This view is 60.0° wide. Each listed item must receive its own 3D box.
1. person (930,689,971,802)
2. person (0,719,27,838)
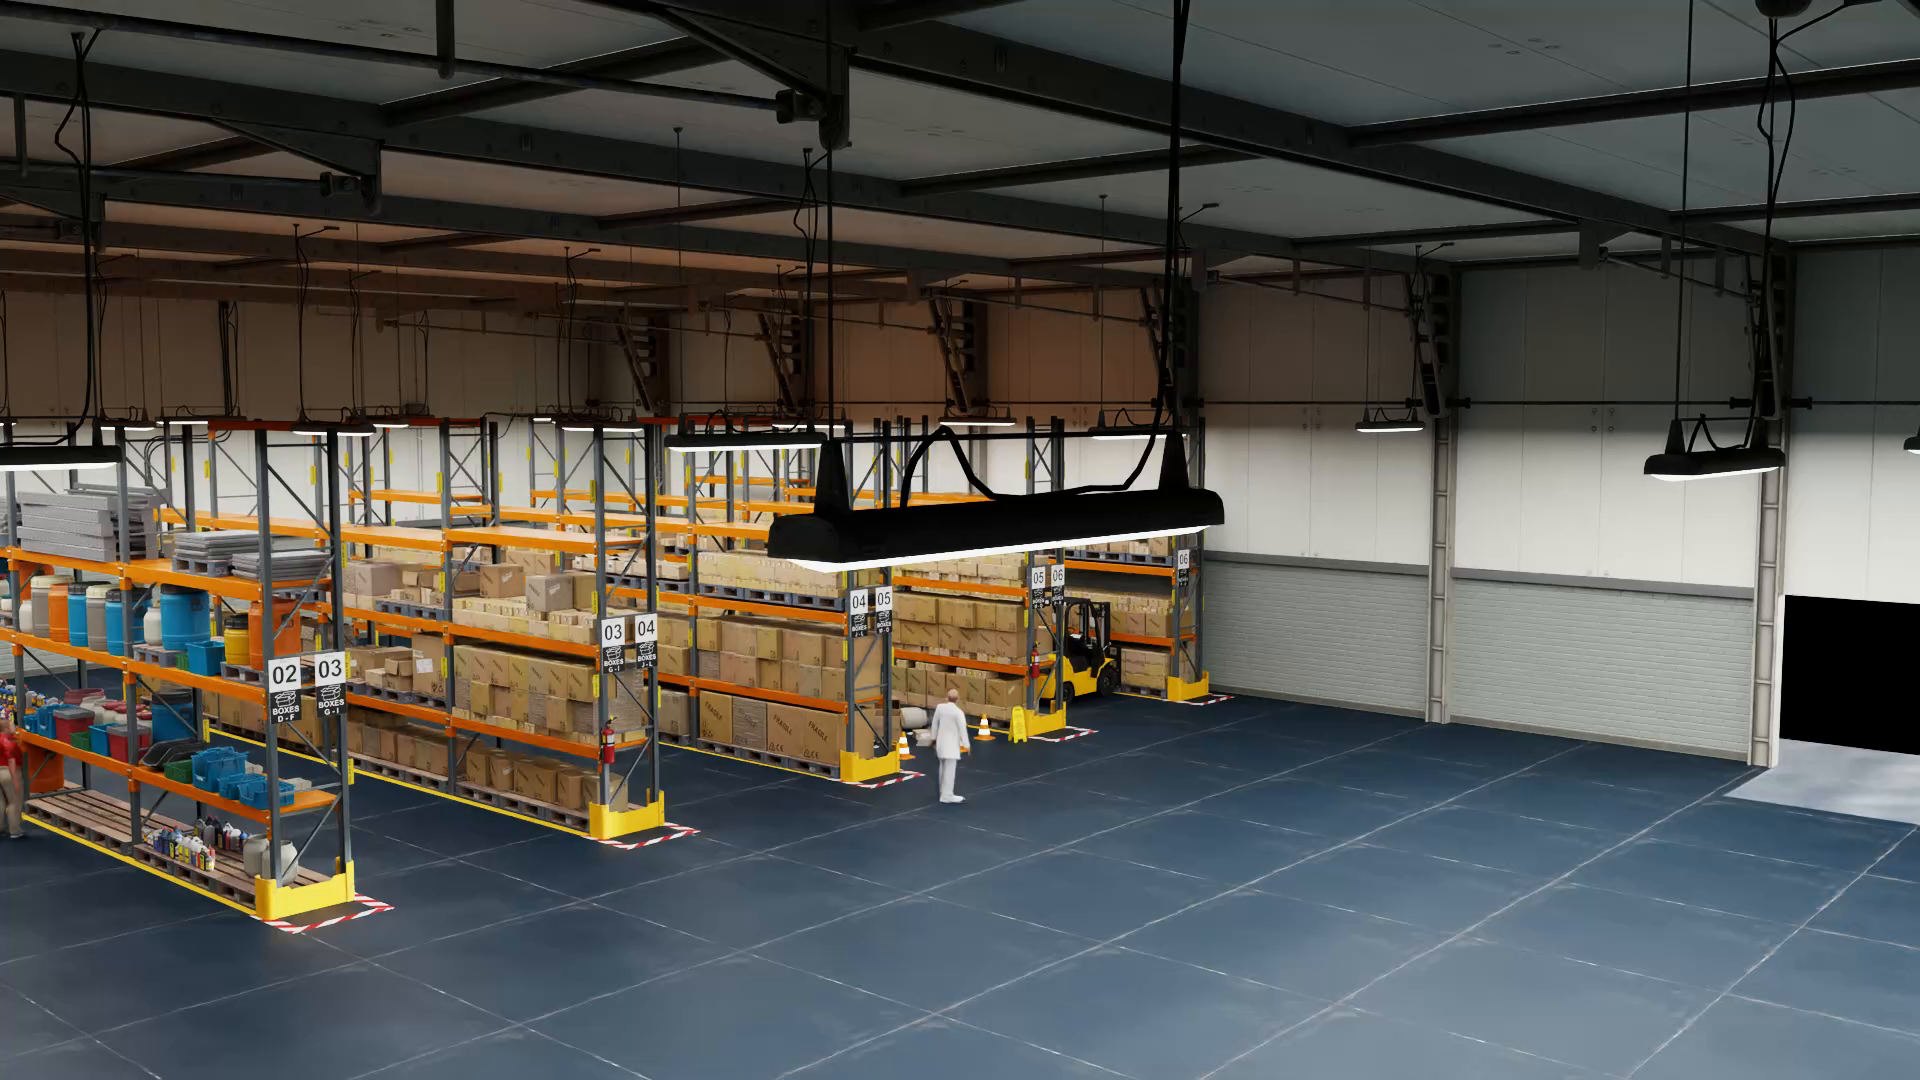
[{"bbox_3d":[-0.192,3.258,26.487,0.612,1.806,0.758,-4,6,-37],"label":"person"},{"bbox_3d":[-13.799,3.452,24.129,0.588,1.731,0.380,2,5,24],"label":"person"}]
